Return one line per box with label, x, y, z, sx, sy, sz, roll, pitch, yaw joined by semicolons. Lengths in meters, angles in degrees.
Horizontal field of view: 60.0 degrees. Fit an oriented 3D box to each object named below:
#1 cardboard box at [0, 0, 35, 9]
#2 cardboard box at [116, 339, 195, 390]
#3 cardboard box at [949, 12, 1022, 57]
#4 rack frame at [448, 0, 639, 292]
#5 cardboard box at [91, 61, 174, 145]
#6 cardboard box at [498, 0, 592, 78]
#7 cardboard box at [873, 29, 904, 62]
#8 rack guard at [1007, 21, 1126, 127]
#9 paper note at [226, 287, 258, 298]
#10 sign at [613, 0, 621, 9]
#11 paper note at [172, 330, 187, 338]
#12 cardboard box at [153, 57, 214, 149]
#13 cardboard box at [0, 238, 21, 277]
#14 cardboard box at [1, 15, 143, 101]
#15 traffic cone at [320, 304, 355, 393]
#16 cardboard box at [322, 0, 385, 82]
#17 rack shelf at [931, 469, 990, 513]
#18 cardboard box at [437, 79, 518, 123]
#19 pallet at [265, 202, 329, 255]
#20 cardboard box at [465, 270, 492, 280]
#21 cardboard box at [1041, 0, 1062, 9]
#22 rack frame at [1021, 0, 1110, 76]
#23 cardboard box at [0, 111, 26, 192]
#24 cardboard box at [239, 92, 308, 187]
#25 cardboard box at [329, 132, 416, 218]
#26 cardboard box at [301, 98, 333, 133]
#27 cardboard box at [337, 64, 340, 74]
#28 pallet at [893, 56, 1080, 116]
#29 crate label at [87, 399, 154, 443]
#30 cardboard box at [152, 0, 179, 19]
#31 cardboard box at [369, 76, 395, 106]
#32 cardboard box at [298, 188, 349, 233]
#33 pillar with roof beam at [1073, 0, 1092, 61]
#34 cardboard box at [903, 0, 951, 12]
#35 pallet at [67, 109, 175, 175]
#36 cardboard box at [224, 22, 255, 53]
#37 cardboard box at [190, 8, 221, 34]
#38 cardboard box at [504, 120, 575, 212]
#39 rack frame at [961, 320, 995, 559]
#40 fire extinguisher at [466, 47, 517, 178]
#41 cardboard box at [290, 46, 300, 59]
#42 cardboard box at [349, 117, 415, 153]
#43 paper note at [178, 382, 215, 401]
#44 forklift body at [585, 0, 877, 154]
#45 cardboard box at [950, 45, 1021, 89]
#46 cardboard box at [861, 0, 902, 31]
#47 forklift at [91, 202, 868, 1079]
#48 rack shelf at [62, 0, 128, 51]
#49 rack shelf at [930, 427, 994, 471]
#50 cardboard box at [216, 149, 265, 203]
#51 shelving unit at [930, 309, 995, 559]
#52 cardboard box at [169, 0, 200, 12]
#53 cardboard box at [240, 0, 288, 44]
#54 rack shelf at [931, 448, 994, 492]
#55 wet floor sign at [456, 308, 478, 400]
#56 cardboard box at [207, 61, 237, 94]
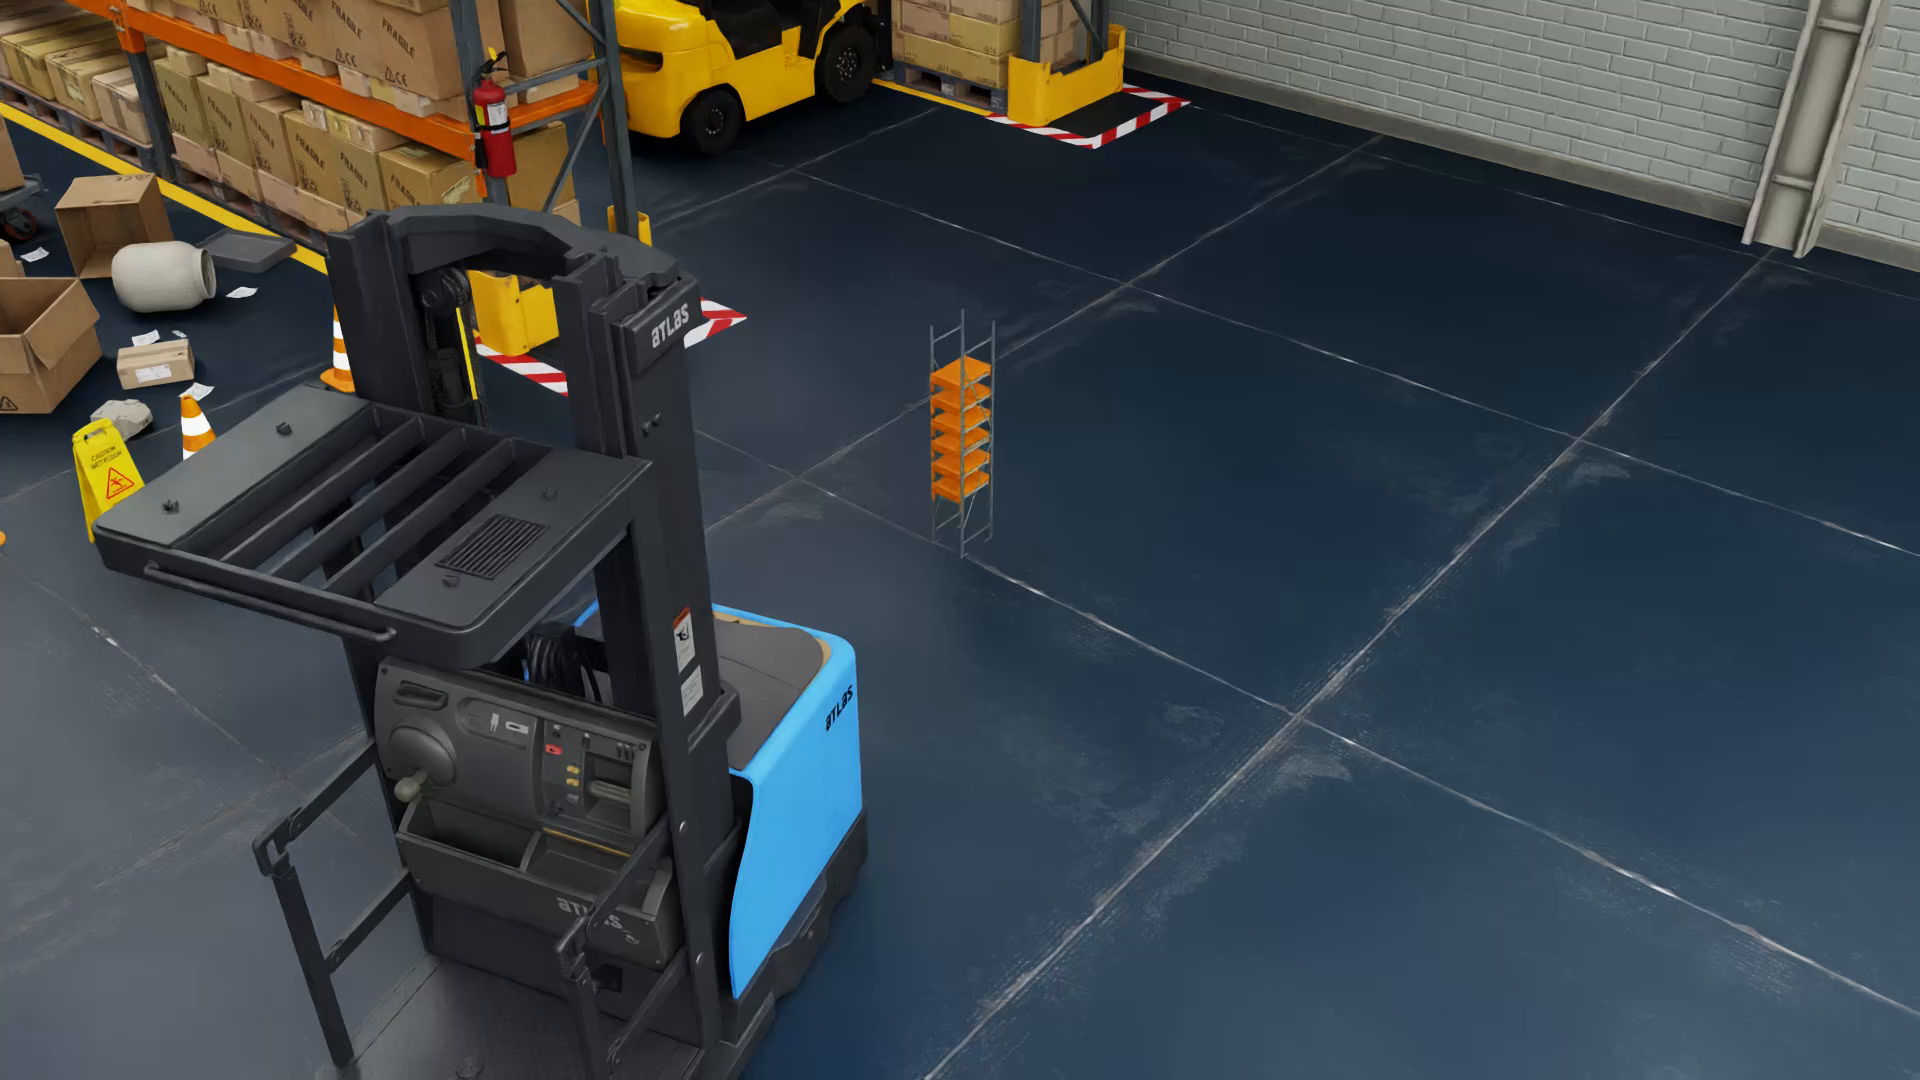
cardboard box;-8.060;-4.373;13.919;0.625;0.372;0.950;22;40;29
cardboard box;-4.639;-1.015;9.597;0.380;0.149;0.250;-12;36;-17
cardboard box;0.259;-4.042;13.102;0.500;0.250;0.500;25;41;31
rack frame;-2.340;-2.595;9.379;0.127;3.000;1.000;25;42;32
cardboard box;-5.819;-3.322;12.388;0.625;0.372;0.950;26;42;32
cardboard box;-2.526;-3.051;9.692;0.500;0.500;0.500;25;41;31
cardboard box;-0.485;-4.197;13.770;0.500;0.250;0.500;26;42;32
rack guard;0.852;-3.717;13.220;0.348;0.500;1.175;25;42;32
paper note;-4.534;-1.569;10.508;0.148;0.019;0.142;12;36;16
sign;-1.993;-3.188;9.477;0.005;0.325;0.100;25;42;32
paper note;-4.721;-1.247;10.057;0.123;0.001;0.032;25;42;32
cardboard box;-5.133;-3.061;11.453;0.500;0.500;0.500;27;43;34
cardboard box;-6.034;-1.491;9.857;0.503;0.637;0.797;25;42;32
cardboard box;-6.909;-3.832;13.131;0.625;0.372;0.950;27;43;33
traffic cone;-3.496;-1.143;9.506;0.334;0.463;0.336;25;42;32
cardboard box;-3.315;-3.019;9.645;0.500;0.500;0.500;25;42;32
rack shelf;0.011;-0.255;8.064;0.180;0.103;0.258;25;42;32
cardboard box;-2.764;-2.534;9.511;0.250;0.149;0.380;27;43;33
pallet;-3.933;-2.224;11.303;1.213;0.211;1.003;25;42;32
cardboard box;-3.152;-1.819;10.307;0.500;0.250;0.500;25;42;32
cardboard box;0.585;-4.464;13.275;0.500;0.250;0.500;25;41;31
rack frame;0.833;-4.756;12.525;0.127;3.000;1.000;25;42;32
cardboard box;-6.530;-2.540;10.838;0.500;0.500;0.500;25;42;32
cardboard box;-4.317;-2.684;10.904;0.500;0.500;0.500;28;43;34
cardboard box;-3.526;-2.308;10.356;0.500;0.500;0.500;27;43;33
cardboard box;-3.840;-2.680;10.325;0.250;0.149;0.380;27;43;34
cardboard box;-3.537;-2.913;10.064;0.250;0.149;0.380;26;42;32
pallet;0.219;-3.865;13.691;1.213;0.211;1.003;25;42;32
crate label;-4.589;-0.661;9.091;0.298;0.136;0.250;6;35;8
cardboard box;-5.150;-3.617;11.090;0.250;0.149;0.380;27;43;33
cardboard box;-3.213;-2.679;9.724;0.250;0.149;0.380;24;41;31
cardboard box;-3.932;-2.188;10.845;0.500;0.250;0.500;24;41;30
pillar with roof beam;-1.880;-6.000;9.038;0.400;9.000;9.100;25;42;32
cardboard box;-0.117;-4.421;13.212;0.500;0.250;0.500;26;42;33
pallet;-6.013;-3.175;12.687;1.213;0.211;1.003;25;42;32
cardboard box;-4.400;-3.219;10.509;0.250;0.149;0.380;25;42;32
cardboard box;-4.758;-3.430;10.816;0.250;0.149;0.380;27;43;33
cardboard box;-2.802;-2.364;10.439;0.500;0.500;0.500;24;41;30
rack frame;0.081;-0.456;7.854;0.006;1.200;0.240;25;42;32
fire extinguisher;-2.547;-2.321;9.048;0.183;0.674;0.296;25;42;32
cardboard box;-3.926;-3.096;10.330;0.250;0.149;0.380;25;42;32
cardboard box;-3.448;-2.491;10.051;0.250;0.149;0.380;27;43;33
paper note;-4.340;-0.847;9.457;0.142;0.019;0.148;12;36;16
forklift body;-1.791;-4.299;12.610;1.214;2.155;2.313;25;42;32
cardboard box;0.270;-3.828;13.232;0.500;0.250;0.500;26;42;32
cardboard box;-0.530;-4.406;13.632;0.500;0.250;0.500;24;41;31
forklift;-1.381;0.693;4.652;1.130;2.935;3.031;13;37;18
rack shelf;-6.951;-4.471;12.747;4.000;0.370;1.077;25;42;32
rack shelf;0.011;-0.453;7.928;0.180;0.103;0.258;25;42;32
cardboard box;-4.716;-2.564;11.391;0.500;0.250;0.500;28;43;34
shelving unit;0.011;-0.489;7.903;0.189;1.200;0.258;25;42;32
cardboard box;-4.854;-3.755;10.717;0.500;0.500;0.500;25;42;32
cardboard box;-4.075;-3.393;10.190;0.500;0.500;0.500;26;42;32
rack shelf;0.011;-0.354;7.996;0.180;0.103;0.258;25;42;32
wet floor sign;-2.879;-1.090;9.267;0.267;0.644;0.232;-18;38;-25
cardboard box;-4.680;-3.072;10.896;0.250;0.149;0.380;27;43;33
